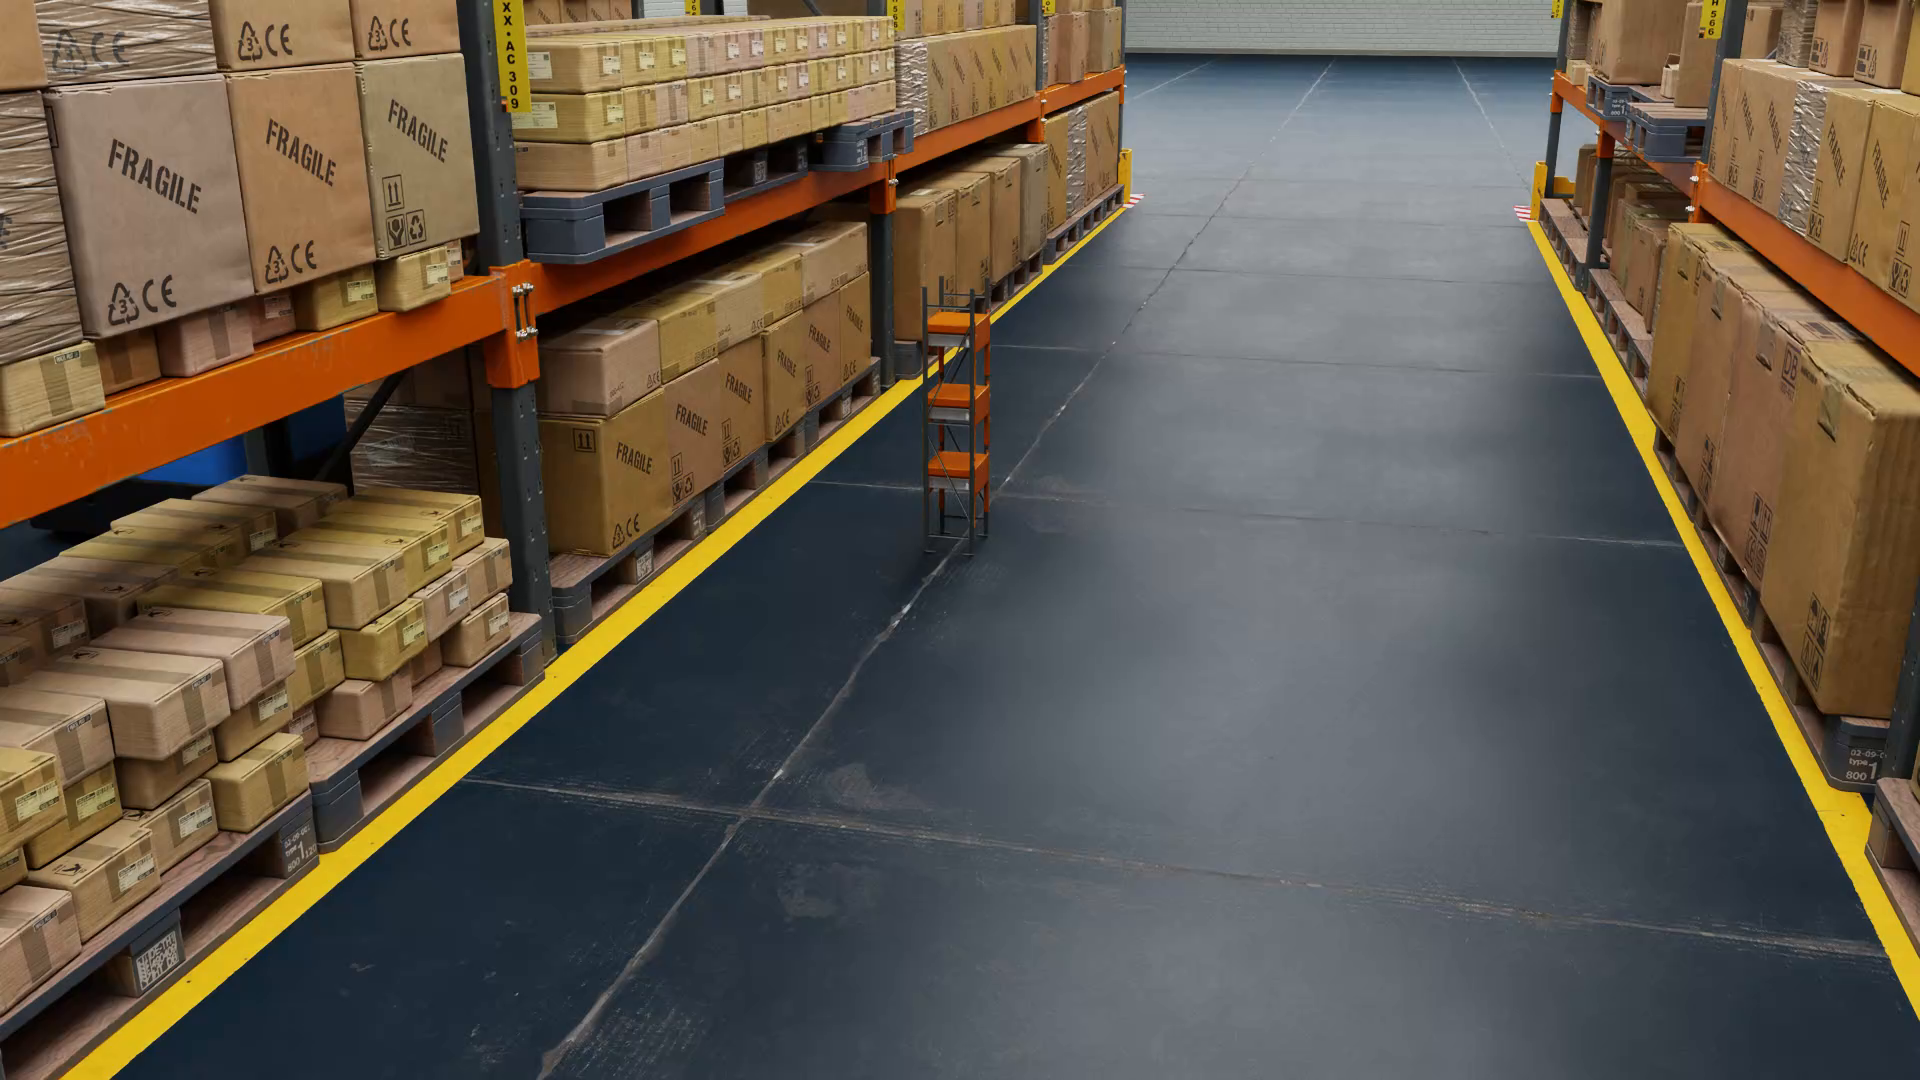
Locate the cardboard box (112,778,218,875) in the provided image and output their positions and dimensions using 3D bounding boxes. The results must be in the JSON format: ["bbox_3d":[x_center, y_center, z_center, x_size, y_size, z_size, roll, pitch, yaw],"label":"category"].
[{"bbox_3d":[-1.983,0.657,3.885,0.380,0.149,0.250,5,19,14],"label":"cardboard box"}]

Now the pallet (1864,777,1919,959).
[{"bbox_3d":[2.687,0.931,3.636,1.003,0.211,1.213,5,19,13],"label":"pallet"}]

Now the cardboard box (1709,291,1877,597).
[{"bbox_3d":[3.303,-0.297,5.553,1.225,0.875,0.875,4,19,11],"label":"cardboard box"}]

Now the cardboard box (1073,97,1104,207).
[{"bbox_3d":[0.781,-3.505,14.946,0.875,0.875,0.875,4,19,13],"label":"cardboard box"}]

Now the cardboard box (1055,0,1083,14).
[{"bbox_3d":[0.529,-4.587,13.573,0.875,0.550,0.550,5,19,13],"label":"cardboard box"}]

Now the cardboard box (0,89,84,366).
[{"bbox_3d":[-2.079,-0.580,3.131,0.500,0.500,0.500,4,19,12],"label":"cardboard box"}]

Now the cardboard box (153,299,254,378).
[{"bbox_3d":[-1.884,-0.483,3.849,0.380,0.149,0.250,4,19,11],"label":"cardboard box"}]

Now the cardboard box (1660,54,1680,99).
[{"bbox_3d":[4.072,-2.554,9.082,0.396,0.266,0.258,4,19,12],"label":"cardboard box"}]

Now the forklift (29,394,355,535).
[{"bbox_3d":[-2.859,-1.801,7.425,1.130,2.935,3.031,5,19,14],"label":"forklift"}]

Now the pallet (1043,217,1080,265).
[{"bbox_3d":[0.380,-2.464,13.576,1.003,0.211,1.213,5,19,13],"label":"pallet"}]

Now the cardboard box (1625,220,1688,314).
[{"bbox_3d":[4.461,-1.640,10.034,0.700,0.500,0.500,3,19,9],"label":"cardboard box"}]

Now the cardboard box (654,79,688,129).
[{"bbox_3d":[-1.170,-1.514,5.760,0.380,0.149,0.250,5,20,15],"label":"cardboard box"}]

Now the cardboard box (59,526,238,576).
[{"bbox_3d":[-2.260,0.081,4.651,0.380,0.149,0.250,4,19,13],"label":"cardboard box"}]

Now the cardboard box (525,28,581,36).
[{"bbox_3d":[-1.670,-1.871,6.344,0.380,0.149,0.250,4,19,12],"label":"cardboard box"}]

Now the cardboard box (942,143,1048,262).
[{"bbox_3d":[0.054,-2.484,12.151,1.050,0.750,0.750,5,19,13],"label":"cardboard box"}]

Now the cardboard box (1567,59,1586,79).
[{"bbox_3d":[5.424,-4.039,14.260,0.380,0.149,0.250,5,19,13],"label":"cardboard box"}]

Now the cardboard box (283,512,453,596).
[{"bbox_3d":[-1.695,0.040,4.771,0.380,0.149,0.250,5,19,14],"label":"cardboard box"}]

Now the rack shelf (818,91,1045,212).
[{"bbox_3d":[-0.370,-2.585,10.727,1.077,0.370,4.000,5,19,13],"label":"rack shelf"}]

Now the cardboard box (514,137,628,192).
[{"bbox_3d":[-1.294,-1.211,5.332,0.380,0.149,0.250,4,19,11],"label":"cardboard box"}]

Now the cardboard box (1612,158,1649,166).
[{"bbox_3d":[5.428,-2.819,13.517,0.500,0.500,0.500,7,20,18],"label":"cardboard box"}]

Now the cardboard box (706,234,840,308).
[{"bbox_3d":[-0.885,-1.275,7.836,0.500,0.250,0.500,5,19,14],"label":"cardboard box"}]

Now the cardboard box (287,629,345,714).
[{"bbox_3d":[-1.864,0.331,4.378,0.380,0.149,0.250,5,19,14],"label":"cardboard box"}]

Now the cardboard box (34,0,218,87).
[{"bbox_3d":[-1.949,-1.215,3.443,0.500,0.500,0.500,5,20,15],"label":"cardboard box"}]

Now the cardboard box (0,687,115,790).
[{"bbox_3d":[-2.085,0.440,3.598,0.380,0.149,0.250,5,19,14],"label":"cardboard box"}]

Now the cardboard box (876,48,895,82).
[{"bbox_3d":[-0.538,-2.328,8.141,0.380,0.149,0.250,5,20,15],"label":"cardboard box"}]

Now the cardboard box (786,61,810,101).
[{"bbox_3d":[-0.851,-1.923,6.957,0.380,0.149,0.250,5,20,15],"label":"cardboard box"}]

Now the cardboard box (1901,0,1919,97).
[{"bbox_3d":[3.276,-1.558,4.902,0.797,0.503,0.637,5,19,14],"label":"cardboard box"}]

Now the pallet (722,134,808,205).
[{"bbox_3d":[-1.303,-1.584,6.980,1.003,0.211,1.213,5,19,13],"label":"pallet"}]

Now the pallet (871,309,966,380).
[{"bbox_3d":[-0.593,-1.220,9.932,1.003,0.211,1.213,5,19,13],"label":"pallet"}]

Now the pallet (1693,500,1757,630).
[{"bbox_3d":[3.360,0.067,6.164,1.003,0.211,1.213,5,19,13],"label":"pallet"}]

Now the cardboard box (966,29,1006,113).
[{"bbox_3d":[0.003,-3.098,10.961,0.500,0.500,0.500,5,19,14],"label":"cardboard box"}]

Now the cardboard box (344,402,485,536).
[{"bbox_3d":[-1.900,-0.312,6.178,0.500,0.500,0.500,4,19,12],"label":"cardboard box"}]

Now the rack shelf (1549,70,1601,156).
[{"bbox_3d":[5.392,-3.415,13.158,1.077,0.370,4.000,5,19,13],"label":"rack shelf"}]

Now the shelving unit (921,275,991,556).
[{"bbox_3d":[-0.013,-0.480,6.469,0.215,1.050,0.252,5,19,13],"label":"shelving unit"}]

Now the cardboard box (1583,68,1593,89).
[{"bbox_3d":[5.051,-3.569,12.885,0.380,0.149,0.250,5,19,13],"label":"cardboard box"}]

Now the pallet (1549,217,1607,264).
[{"bbox_3d":[5.329,-2.406,13.404,1.003,0.211,1.213,5,19,13],"label":"pallet"}]

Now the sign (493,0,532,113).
[{"bbox_3d":[-1.308,-1.414,4.846,0.100,0.325,0.005,5,19,13],"label":"sign"}]

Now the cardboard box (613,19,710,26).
[{"bbox_3d":[-1.352,-2.286,7.558,0.380,0.149,0.250,4,19,11],"label":"cardboard box"}]

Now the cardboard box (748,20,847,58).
[{"bbox_3d":[-0.723,-2.225,7.380,0.380,0.149,0.250,5,20,15],"label":"cardboard box"}]

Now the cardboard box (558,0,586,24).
[{"bbox_3d":[-3.847,-4.848,15.625,0.500,0.500,0.500,5,19,13],"label":"cardboard box"}]

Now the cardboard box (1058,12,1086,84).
[{"bbox_3d":[0.555,-4.074,13.741,0.875,0.550,0.550,5,19,13],"label":"cardboard box"}]

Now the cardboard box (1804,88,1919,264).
[{"bbox_3d":[3.047,-1.155,5.275,0.500,0.500,0.500,4,19,13],"label":"cardboard box"}]

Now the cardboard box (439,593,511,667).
[{"bbox_3d":[-1.602,0.256,5.059,0.380,0.149,0.250,5,19,14],"label":"cardboard box"}]

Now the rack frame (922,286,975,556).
[{"bbox_3d":[-0.043,-0.442,6.357,0.200,1.050,0.008,5,19,13],"label":"rack frame"}]

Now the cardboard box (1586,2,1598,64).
[{"bbox_3d":[5.550,-4.081,13.379,0.875,0.500,0.500,5,19,13],"label":"cardboard box"}]

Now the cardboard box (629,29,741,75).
[{"bbox_3d":[-1.041,-1.819,6.192,0.380,0.149,0.250,4,19,13],"label":"cardboard box"}]

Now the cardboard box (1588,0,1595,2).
[{"bbox_3d":[4.990,-4.266,12.375,0.500,0.500,0.500,5,19,13],"label":"cardboard box"}]

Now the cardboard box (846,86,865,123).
[{"bbox_3d":[-0.659,-2.029,7.725,0.380,0.149,0.250,5,19,14],"label":"cardboard box"}]

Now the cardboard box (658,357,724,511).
[{"bbox_3d":[-1.271,-0.437,6.543,0.500,0.500,0.500,6,20,16],"label":"cardboard box"}]

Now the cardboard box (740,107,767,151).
[{"bbox_3d":[-0.980,-1.621,6.532,0.380,0.149,0.250,4,19,12],"label":"cardboard box"}]

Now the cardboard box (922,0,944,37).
[{"bbox_3d":[-0.494,-3.278,9.943,0.700,0.500,0.500,4,19,13],"label":"cardboard box"}]

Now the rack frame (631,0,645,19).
[{"bbox_3d":[-3.729,-5.165,17.168,1.000,3.000,0.127,5,19,13],"label":"rack frame"}]
